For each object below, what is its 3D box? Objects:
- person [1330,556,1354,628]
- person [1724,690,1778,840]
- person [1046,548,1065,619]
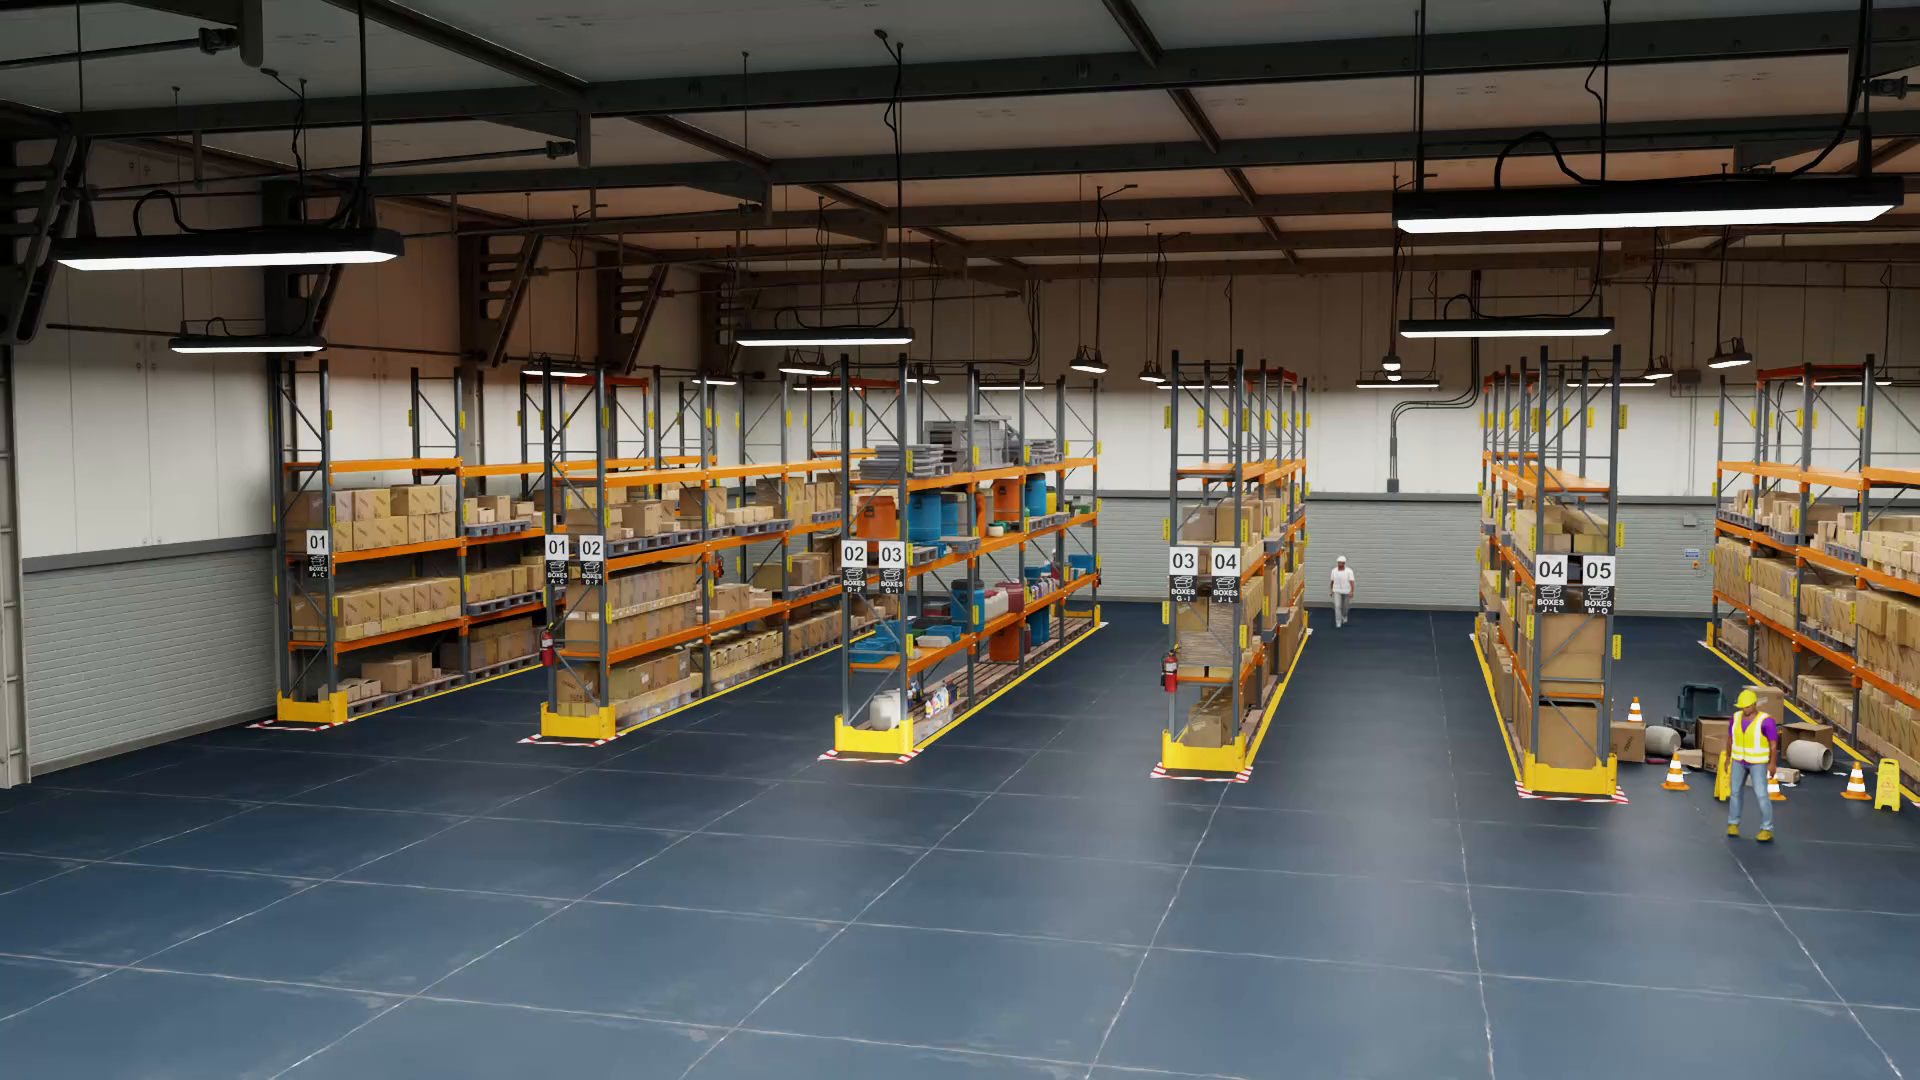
[{"bbox_3d":[9.253,1.255,40.273,0.571,1.724,1.080,1,4,11],"label":"person"},{"bbox_3d":[9.479,2.678,20.011,0.411,1.764,0.607,-3,5,-38],"label":"person"},{"bbox_3d":[2.398,1.100,41.766,0.642,1.792,0.391,-3,5,-32],"label":"person"}]
